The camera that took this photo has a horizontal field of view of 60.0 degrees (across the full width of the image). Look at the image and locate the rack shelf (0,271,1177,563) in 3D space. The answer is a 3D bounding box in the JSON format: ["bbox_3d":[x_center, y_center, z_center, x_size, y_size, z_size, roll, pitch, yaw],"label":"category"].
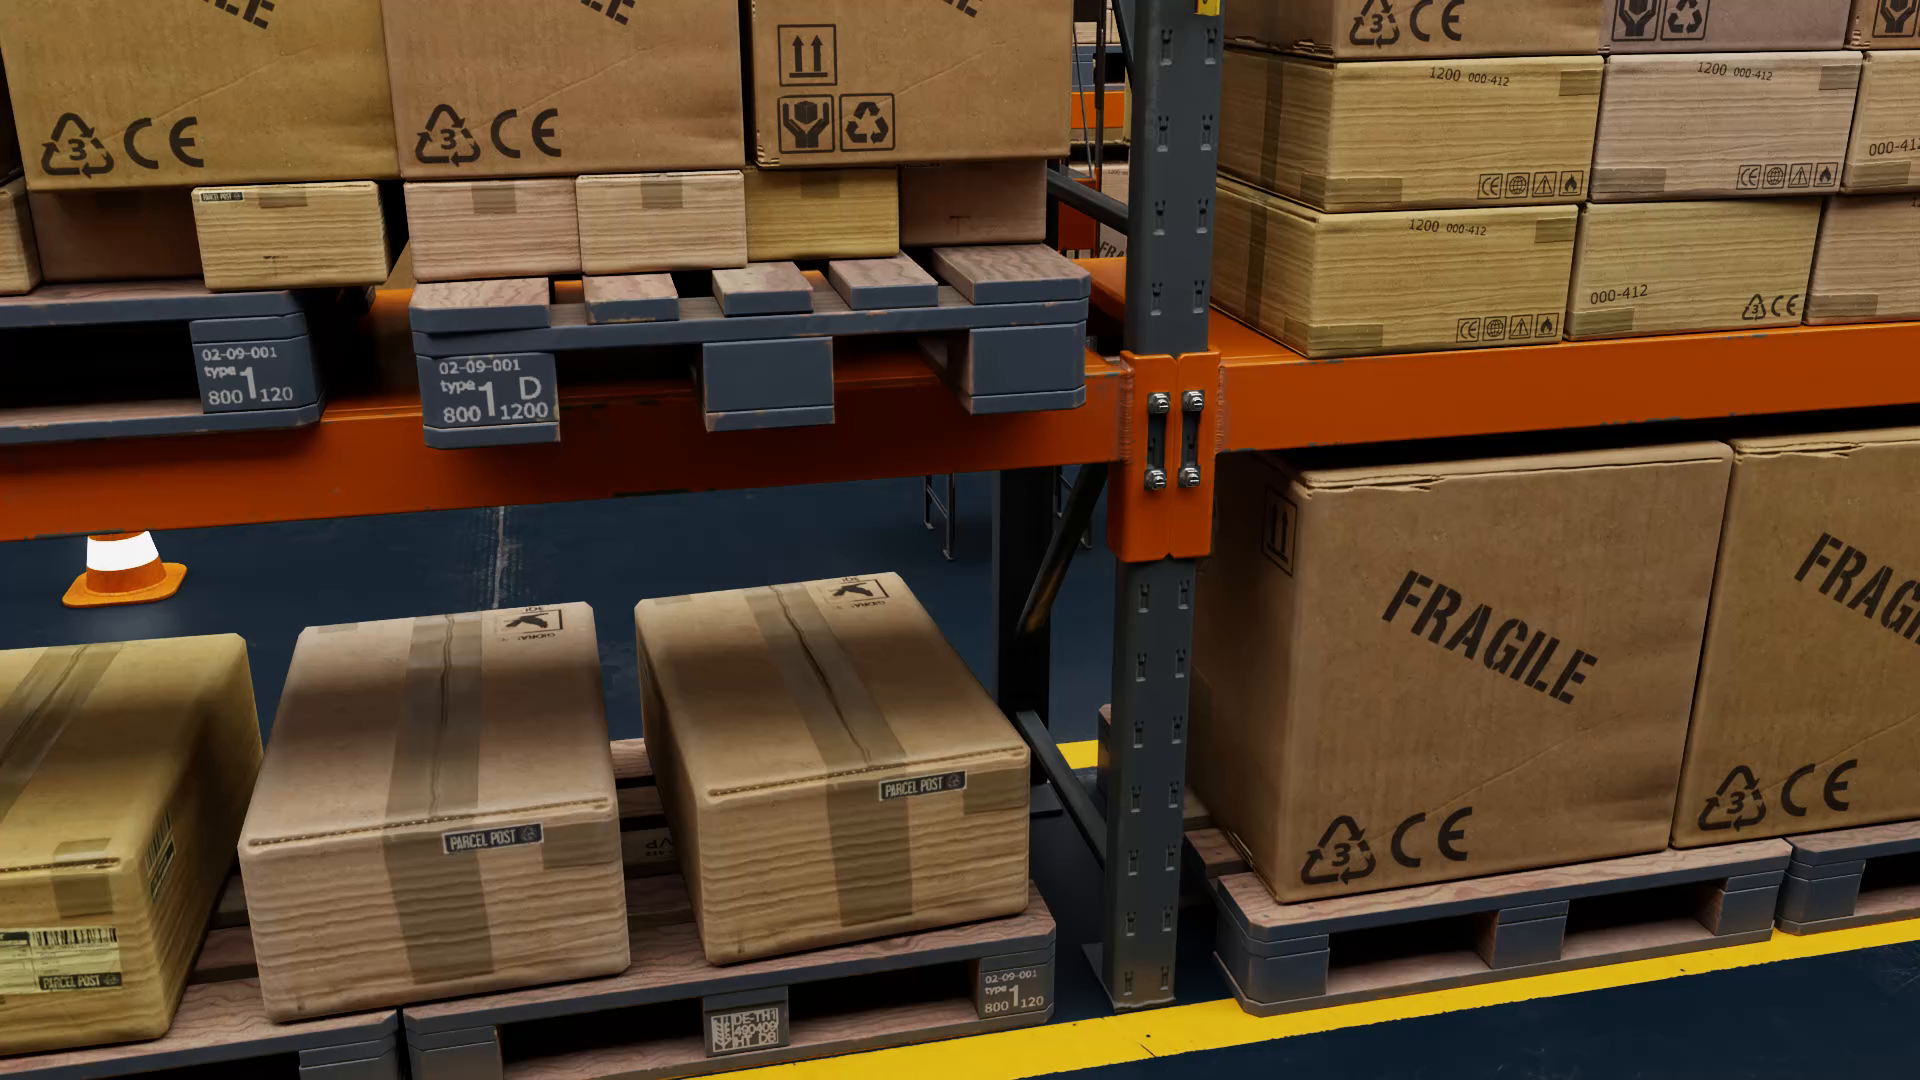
[{"bbox_3d":[-1.696,-0.152,2.915,4.000,0.370,1.077,-5,21,-12],"label":"rack shelf"}]

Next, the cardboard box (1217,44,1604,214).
[{"bbox_3d":[0.800,-0.770,3.047,0.500,0.250,0.500,-5,21,-13],"label":"cardboard box"}]

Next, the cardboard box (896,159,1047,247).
[{"bbox_3d":[-0.015,-0.623,2.908,0.250,0.149,0.380,-4,20,-10],"label":"cardboard box"}]

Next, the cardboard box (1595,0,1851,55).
[{"bbox_3d":[1.267,-1.164,3.033,0.500,0.500,0.500,-5,21,-12],"label":"cardboard box"}]

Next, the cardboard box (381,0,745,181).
[{"bbox_3d":[-0.629,-0.858,2.609,0.500,0.500,0.500,-5,21,-13],"label":"cardboard box"}]

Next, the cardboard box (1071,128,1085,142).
[{"bbox_3d":[0.375,-3.353,13.086,0.875,0.875,1.225,-5,21,-14],"label":"cardboard box"}]

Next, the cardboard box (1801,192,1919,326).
[{"bbox_3d":[1.792,-0.618,3.360,0.500,0.250,0.500,-4,20,-11],"label":"cardboard box"}]

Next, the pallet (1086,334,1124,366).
[{"bbox_3d":[0.959,-1.145,8.632,1.213,0.211,1.003,-5,21,-12],"label":"pallet"}]

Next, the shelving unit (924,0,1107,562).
[{"bbox_3d":[0.161,-0.999,5.489,0.503,2.100,0.431,-5,21,-12],"label":"shelving unit"}]

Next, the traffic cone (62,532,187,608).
[{"bbox_3d":[-2.706,-0.065,5.319,0.334,0.463,0.336,-5,21,-12],"label":"traffic cone"}]

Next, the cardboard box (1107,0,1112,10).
[{"bbox_3d":[0.540,-2.571,7.794,0.250,0.149,0.380,-5,21,-12],"label":"cardboard box"}]

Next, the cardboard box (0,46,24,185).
[{"bbox_3d":[-1.651,-0.775,2.381,0.500,0.500,0.500,-6,21,-15],"label":"cardboard box"}]

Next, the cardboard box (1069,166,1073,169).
[{"bbox_3d":[0.233,-1.686,7.991,0.500,0.250,0.500,-5,21,-13],"label":"cardboard box"}]

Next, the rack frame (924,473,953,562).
[{"bbox_3d":[-0.076,-0.980,5.436,0.015,2.100,0.400,-5,21,-12],"label":"rack frame"}]

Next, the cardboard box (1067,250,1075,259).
[{"bbox_3d":[0.248,-1.332,8.114,0.500,0.500,0.500,-4,21,-12],"label":"cardboard box"}]

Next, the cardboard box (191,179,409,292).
[{"bbox_3d":[-1.005,-0.499,2.570,0.250,0.149,0.380,-4,21,-12],"label":"cardboard box"}]

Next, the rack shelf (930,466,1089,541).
[{"bbox_3d":[0.161,-0.329,5.735,0.480,0.518,0.431,-5,21,-12],"label":"rack shelf"}]

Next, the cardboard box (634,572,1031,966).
[{"bbox_3d":[-0.302,0.430,3.490,0.625,0.372,0.950,-6,21,-16],"label":"cardboard box"}]

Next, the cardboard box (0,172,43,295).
[{"bbox_3d":[-1.504,-0.474,2.501,0.250,0.149,0.380,-5,21,-14],"label":"cardboard box"}]

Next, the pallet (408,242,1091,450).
[{"bbox_3d":[-0.419,-0.466,3.005,1.003,0.211,1.213,-5,21,-12],"label":"pallet"}]

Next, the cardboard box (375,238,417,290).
[{"bbox_3d":[-2.451,-1.350,7.798,0.750,0.750,1.050,-4,21,-12],"label":"cardboard box"}]

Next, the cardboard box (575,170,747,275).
[{"bbox_3d":[-0.494,-0.542,2.689,0.250,0.149,0.380,-5,21,-13],"label":"cardboard box"}]

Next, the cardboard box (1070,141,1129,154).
[{"bbox_3d":[0.605,-1.893,8.555,0.500,0.250,0.500,-4,21,-11],"label":"cardboard box"}]

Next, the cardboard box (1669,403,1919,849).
[{"bbox_3d":[1.810,0.056,3.779,0.875,0.875,0.875,-4,21,-12],"label":"cardboard box"}]

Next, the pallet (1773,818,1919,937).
[{"bbox_3d":[2.220,0.529,4.065,1.213,0.211,1.003,-5,21,-12],"label":"pallet"}]

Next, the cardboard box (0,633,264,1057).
[{"bbox_3d":[-1.758,0.549,3.165,0.625,0.372,0.950,-4,20,-11],"label":"cardboard box"}]

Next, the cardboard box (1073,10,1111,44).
[{"bbox_3d":[0.539,-2.431,7.844,0.250,0.149,0.380,-4,20,-11],"label":"cardboard box"}]

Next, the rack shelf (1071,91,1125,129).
[{"bbox_3d":[0.959,-2.118,8.281,4.000,0.370,1.077,-5,21,-12],"label":"rack shelf"}]

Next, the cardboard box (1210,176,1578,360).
[{"bbox_3d":[0.784,-0.532,3.125,0.500,0.250,0.500,-5,21,-13],"label":"cardboard box"}]

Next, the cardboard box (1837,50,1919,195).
[{"bbox_3d":[1.791,-0.846,3.254,0.500,0.250,0.500,-5,21,-13],"label":"cardboard box"}]

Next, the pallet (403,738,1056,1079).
[{"bbox_3d":[-0.511,0.722,3.535,1.213,0.211,1.003,-5,21,-12],"label":"pallet"}]
